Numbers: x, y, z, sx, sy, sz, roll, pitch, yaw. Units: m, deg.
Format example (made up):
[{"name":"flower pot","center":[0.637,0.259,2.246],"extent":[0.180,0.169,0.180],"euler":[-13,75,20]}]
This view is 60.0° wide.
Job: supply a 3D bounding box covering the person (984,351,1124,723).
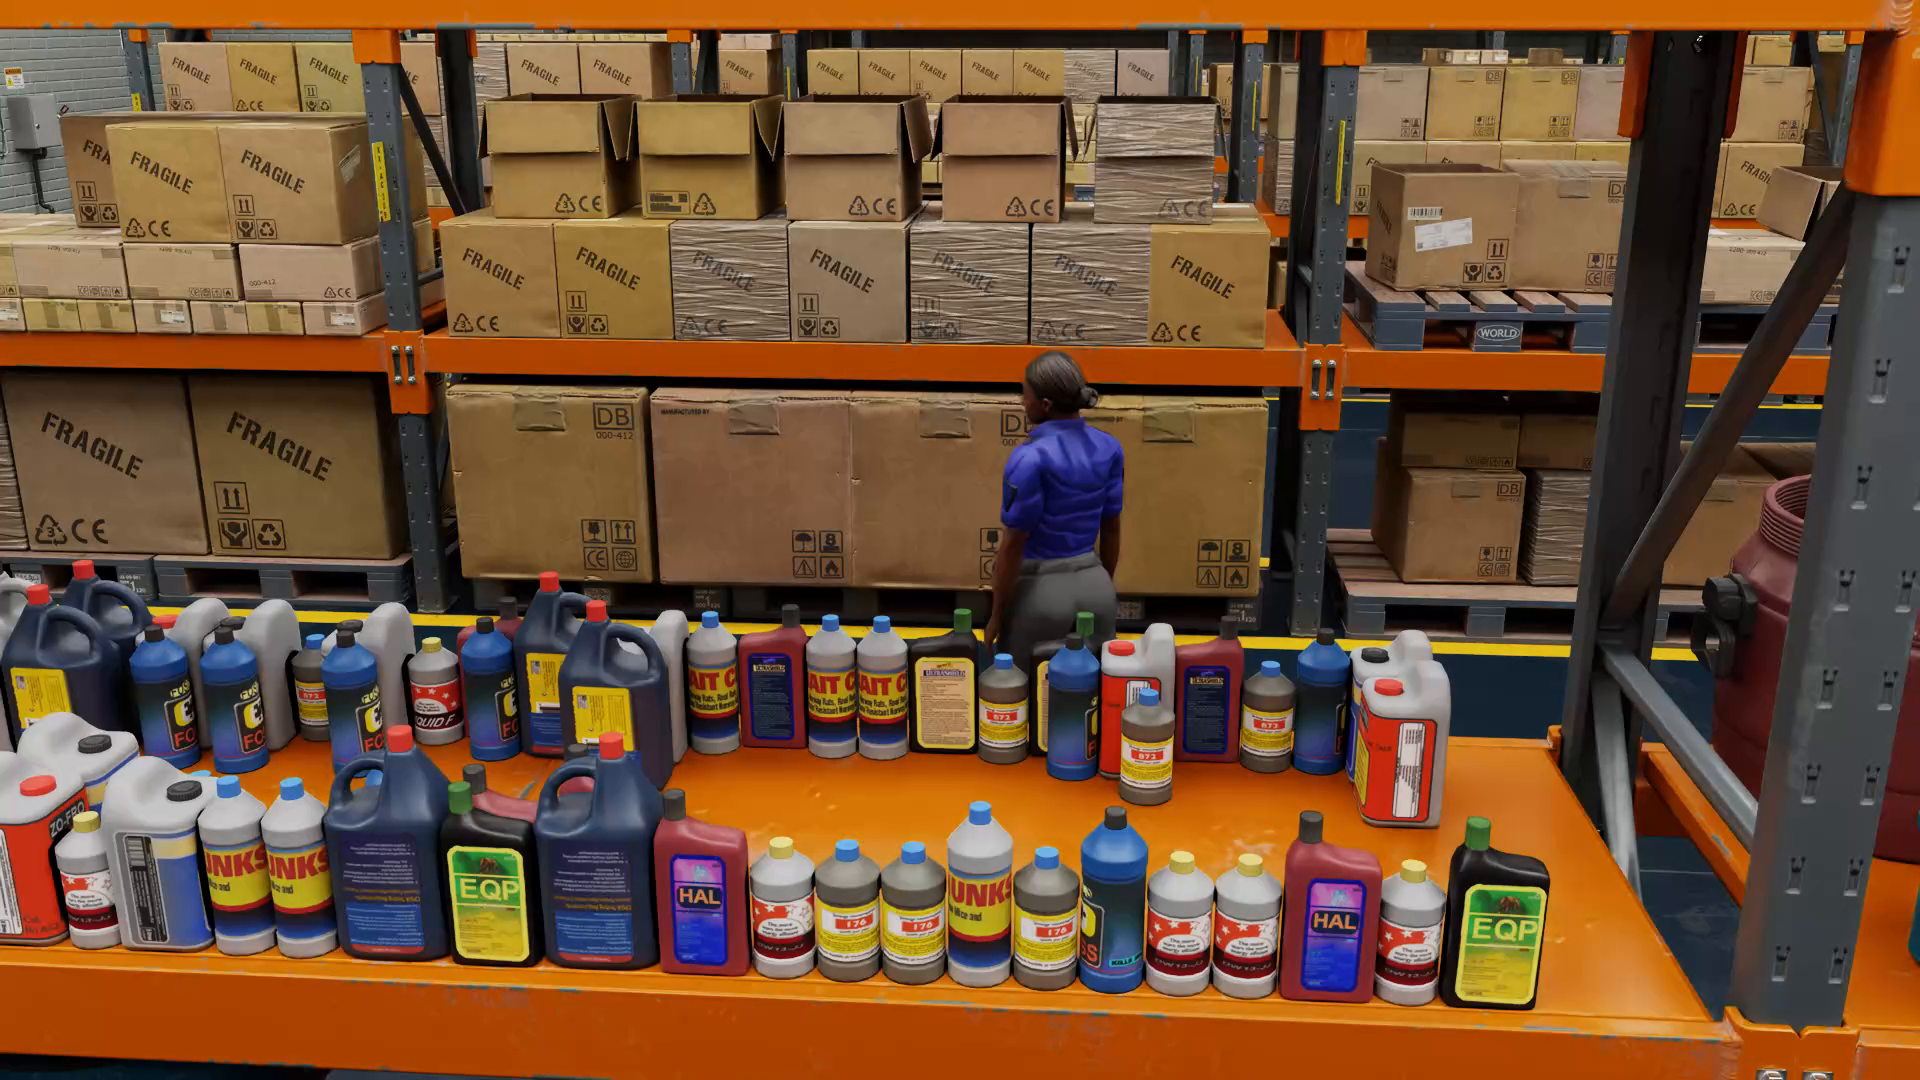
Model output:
[{"name":"person","center":[0.314,0.213,5.311],"extent":[0.529,1.656,0.449],"euler":[-10,20,-28]}]
